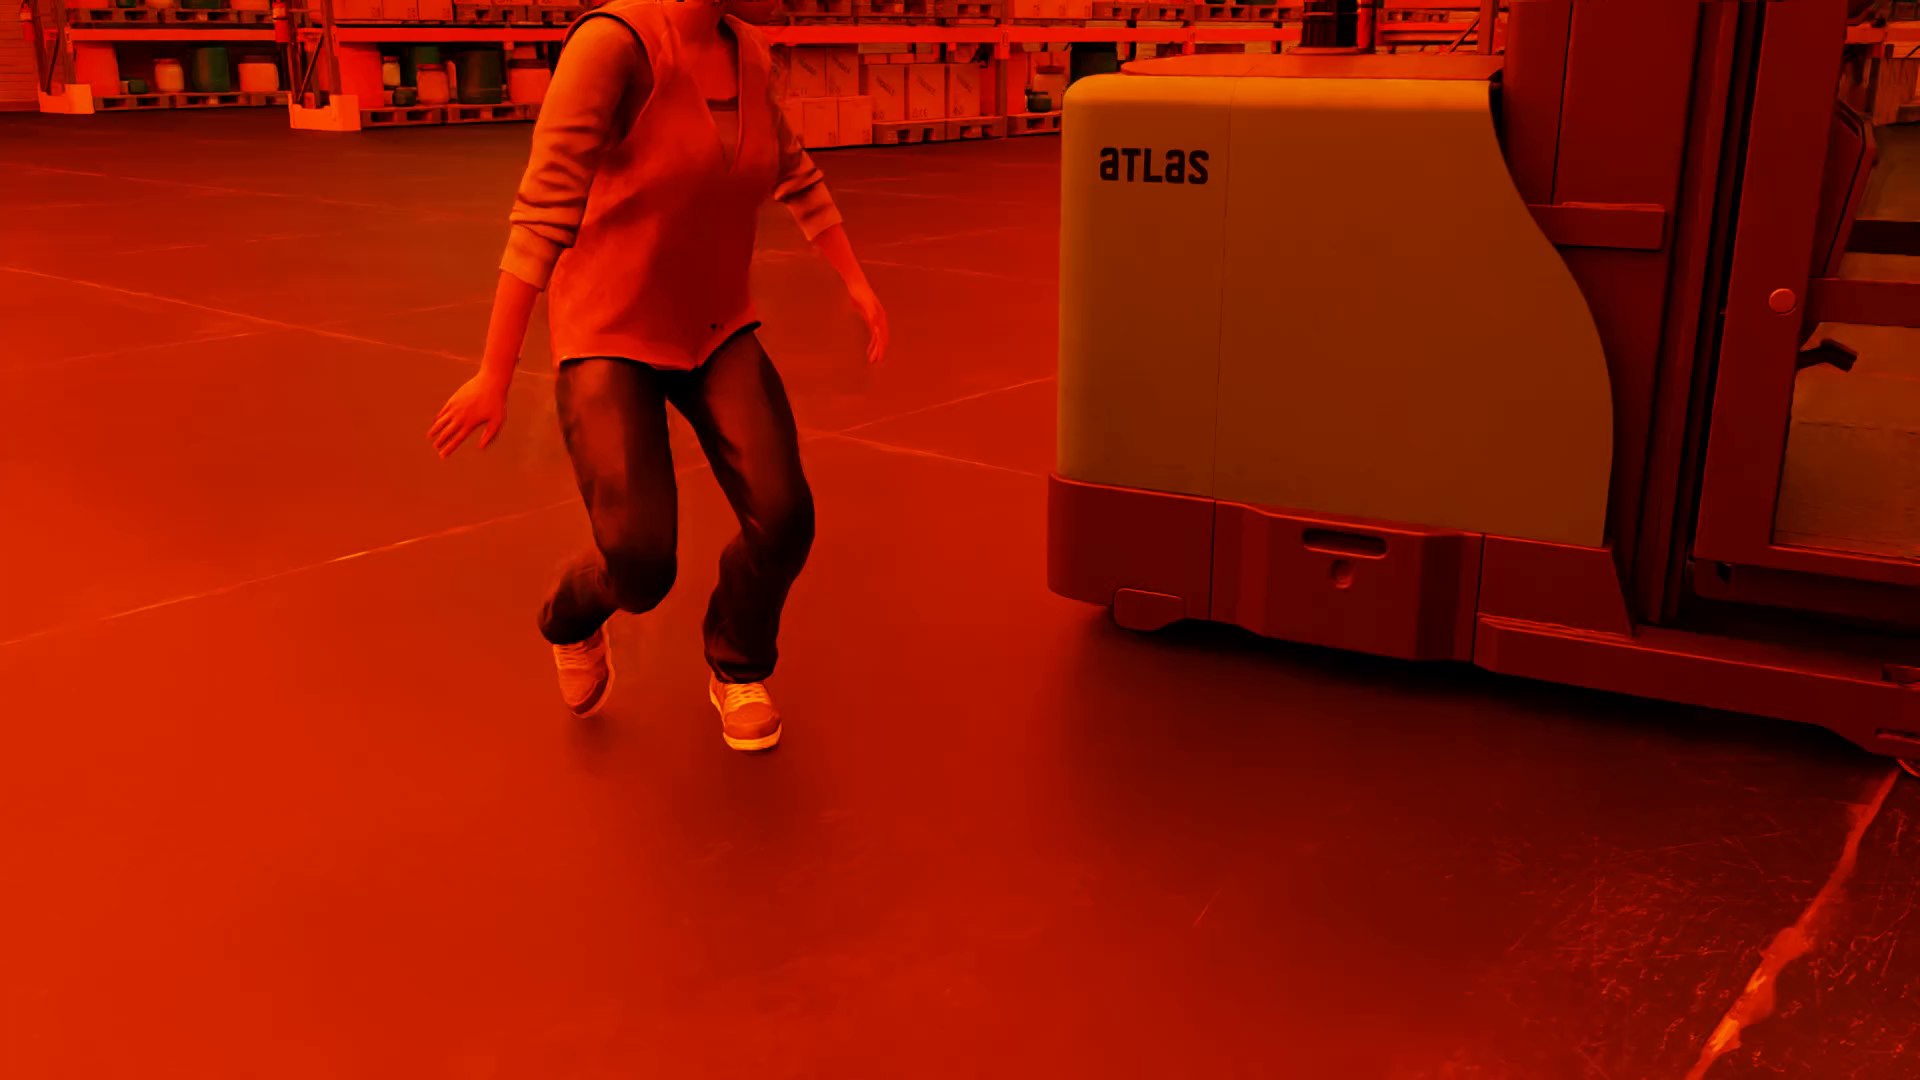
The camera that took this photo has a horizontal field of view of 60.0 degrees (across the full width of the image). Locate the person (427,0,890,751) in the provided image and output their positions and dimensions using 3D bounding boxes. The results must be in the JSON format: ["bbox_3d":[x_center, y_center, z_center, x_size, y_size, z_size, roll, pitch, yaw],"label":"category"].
[{"bbox_3d":[-0.497,-0.326,2.626,0.773,1.411,0.524,-14,22,-39],"label":"person"}]

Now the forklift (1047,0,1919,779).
[{"bbox_3d":[1.727,-1.162,2.726,3.031,2.935,1.130,8,19,26],"label":"forklift"}]
